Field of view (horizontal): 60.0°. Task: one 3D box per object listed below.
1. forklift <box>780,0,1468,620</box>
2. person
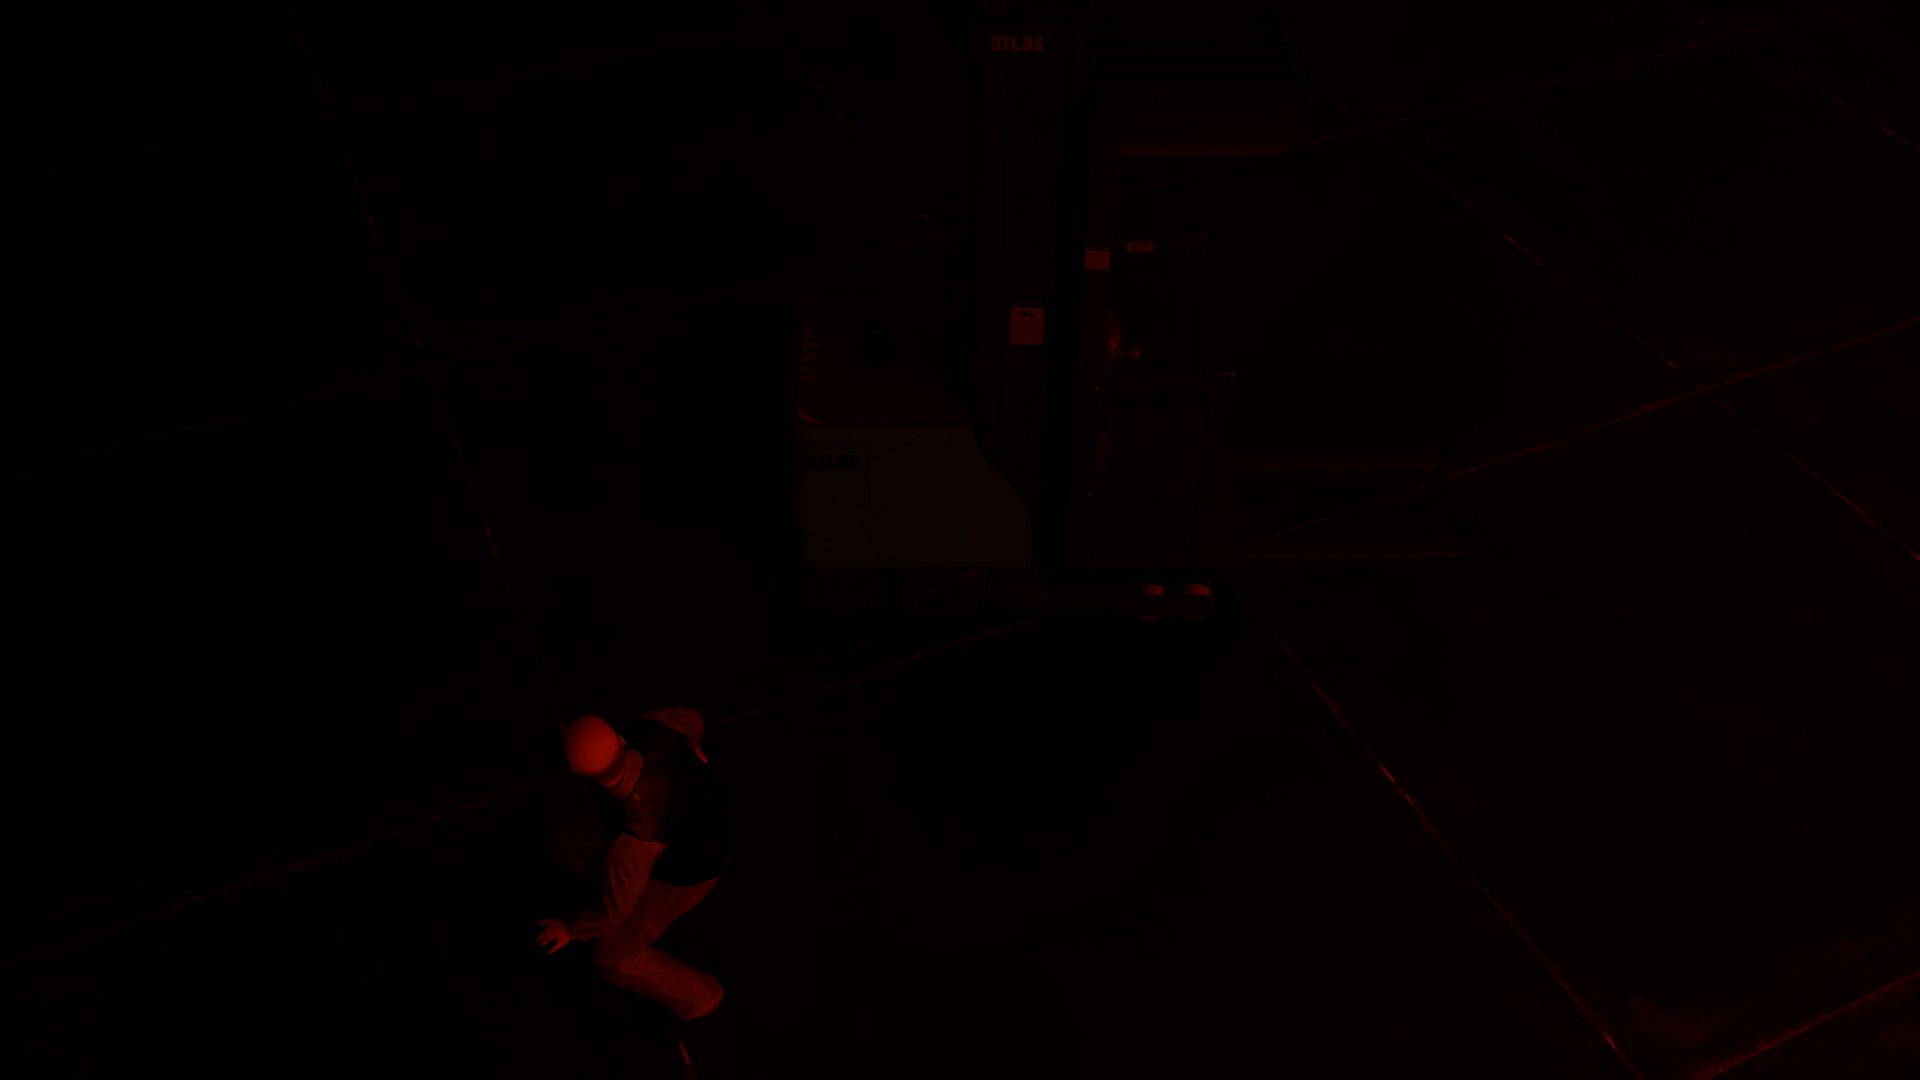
[{"bbox_3d":[0.760,-1.078,6.835,3.031,2.935,1.130,0,43,0],"label":"forklift"},{"bbox_3d":[-1.126,1.034,5.660,0.688,1.500,0.772,-8,44,-8],"label":"person"}]
